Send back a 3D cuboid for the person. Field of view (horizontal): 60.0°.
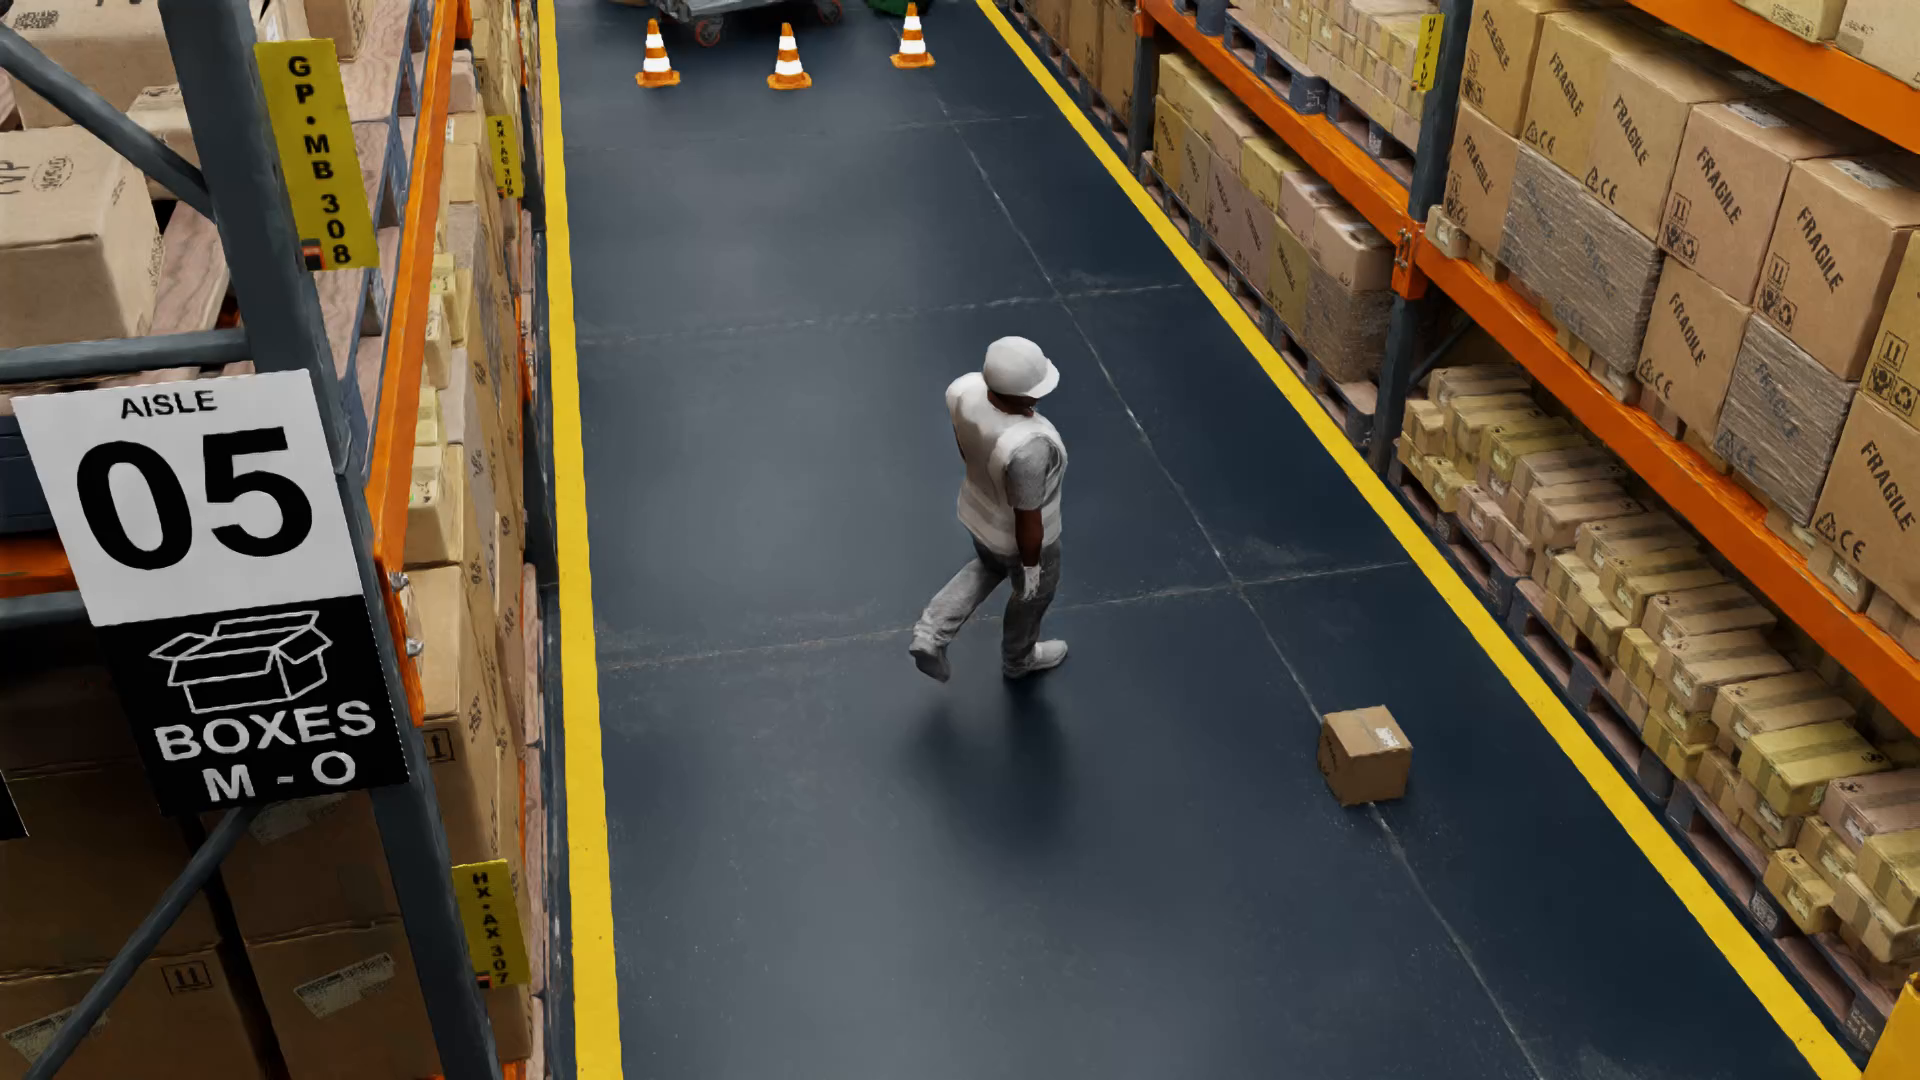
[{"bbox_3d":[0.192,-0.067,6.273,0.766,1.726,0.619,-20,39,-26],"label":"person"}]
